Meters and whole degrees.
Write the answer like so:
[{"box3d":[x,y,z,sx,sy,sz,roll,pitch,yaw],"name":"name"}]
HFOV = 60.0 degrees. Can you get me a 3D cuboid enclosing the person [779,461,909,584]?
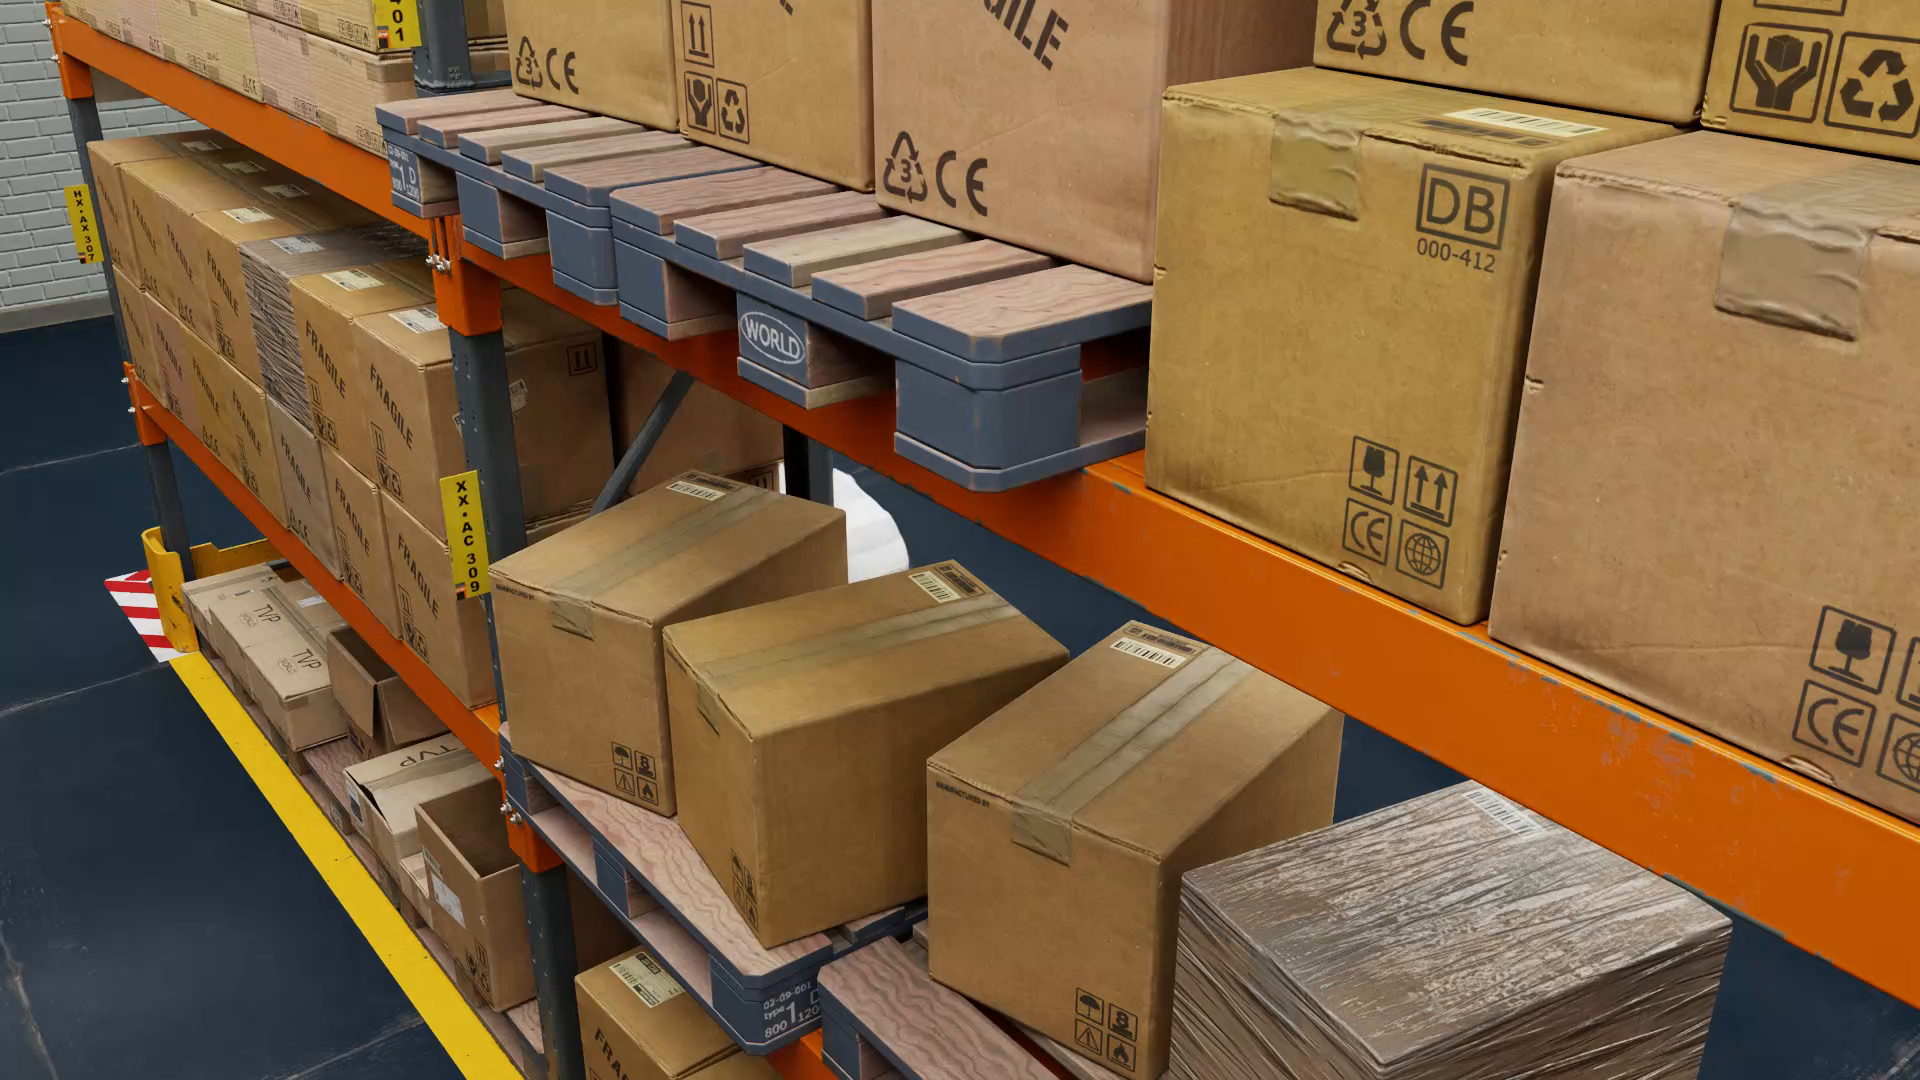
[{"box3d":[-0.612,0.228,6.734,0.516,1.238,0.954,-19,31,-36],"name":"person"}]
